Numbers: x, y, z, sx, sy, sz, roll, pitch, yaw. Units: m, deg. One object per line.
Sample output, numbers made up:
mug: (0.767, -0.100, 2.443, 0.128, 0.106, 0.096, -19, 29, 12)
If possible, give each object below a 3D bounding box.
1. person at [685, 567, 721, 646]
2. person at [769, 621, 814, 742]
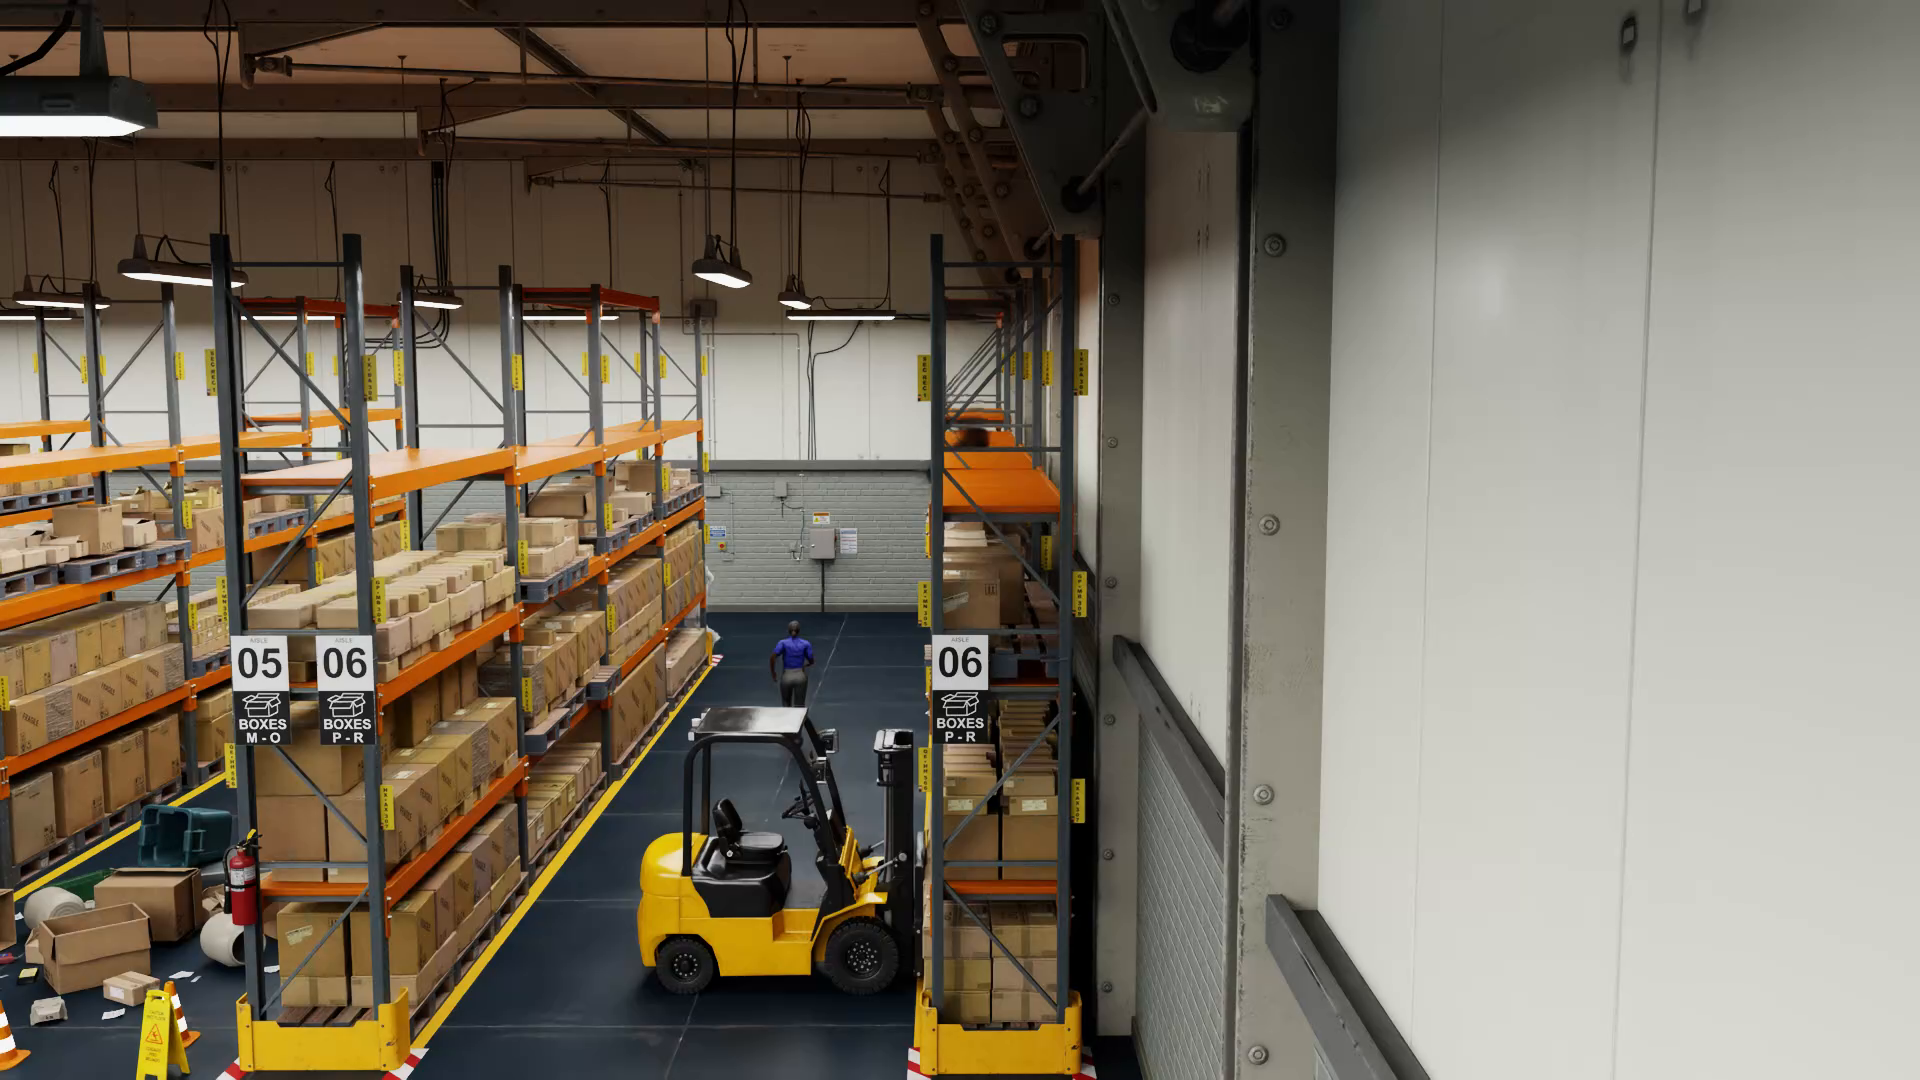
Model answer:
person: (-4.620, 1.105, 28.987, 0.883, 1.773, 0.735, 2, 7, 21)
person: (-2.258, 1.902, 22.340, 0.596, 1.636, 0.644, -1, 6, -7)
